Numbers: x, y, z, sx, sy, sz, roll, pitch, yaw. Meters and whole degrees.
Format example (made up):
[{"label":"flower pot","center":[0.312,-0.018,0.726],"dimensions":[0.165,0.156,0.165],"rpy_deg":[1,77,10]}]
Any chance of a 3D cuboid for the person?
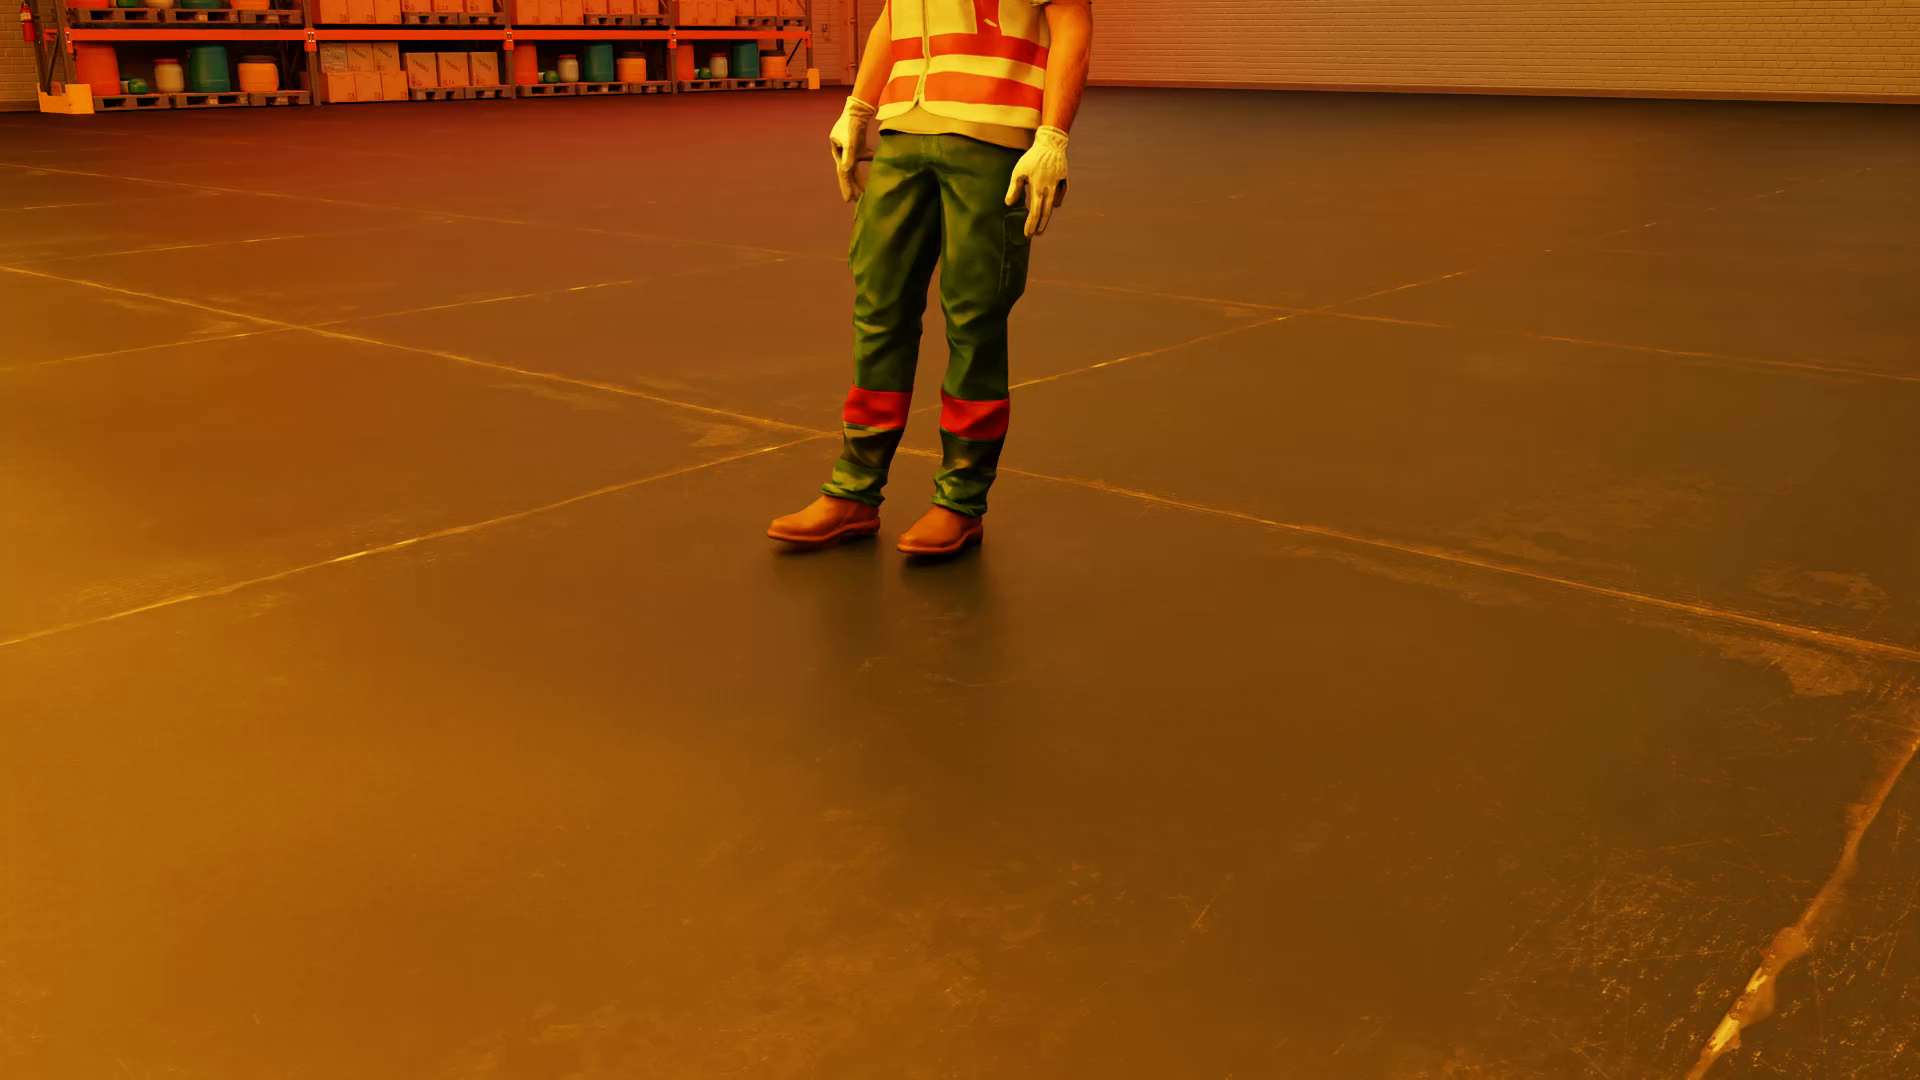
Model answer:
[{"label":"person","center":[-0.060,-0.847,3.627],"dimensions":[0.638,1.789,0.562],"rpy_deg":[13,21,37]}]
